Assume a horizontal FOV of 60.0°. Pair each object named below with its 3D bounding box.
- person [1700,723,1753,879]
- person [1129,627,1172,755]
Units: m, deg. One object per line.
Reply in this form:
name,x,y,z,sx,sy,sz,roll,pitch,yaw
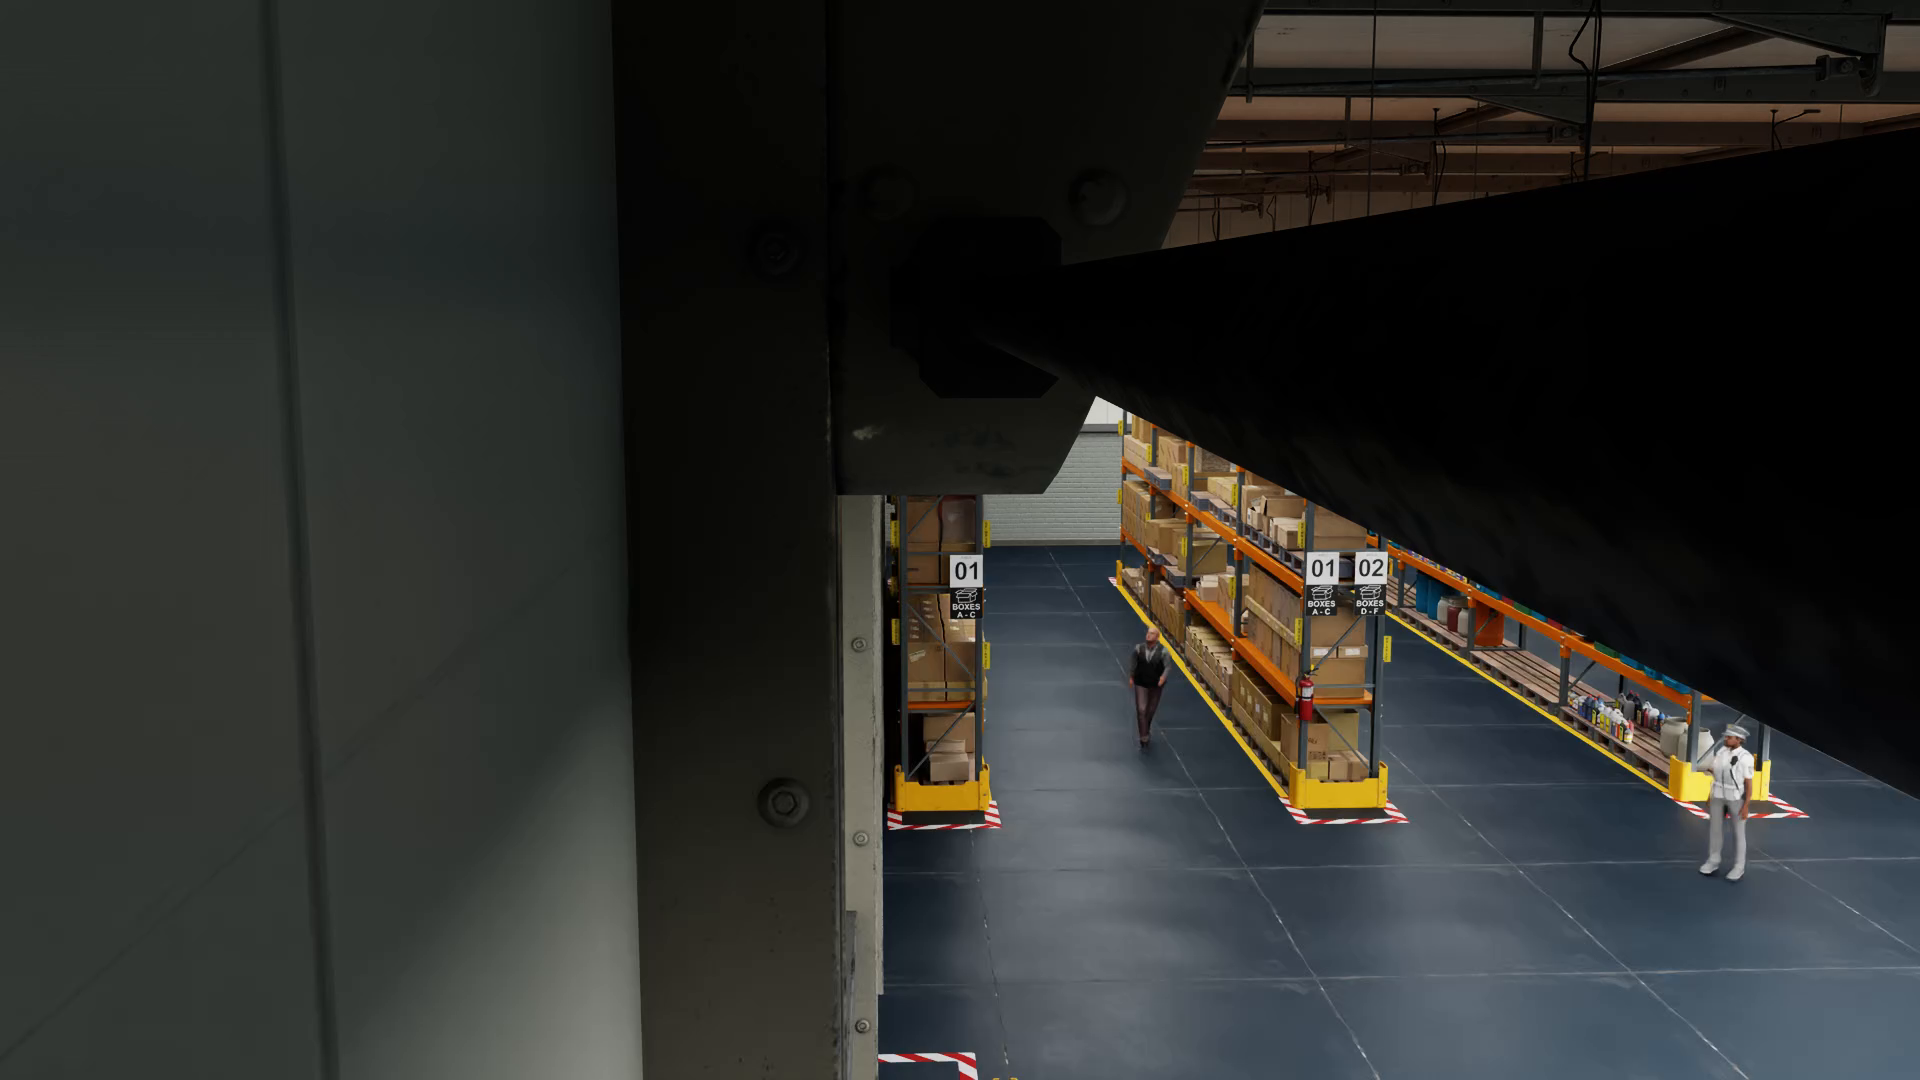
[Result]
person,8.371,2.827,18.119,0.494,1.700,0.380,8,11,43
person,2.690,2.070,23.420,0.554,1.699,0.992,0,8,-3
